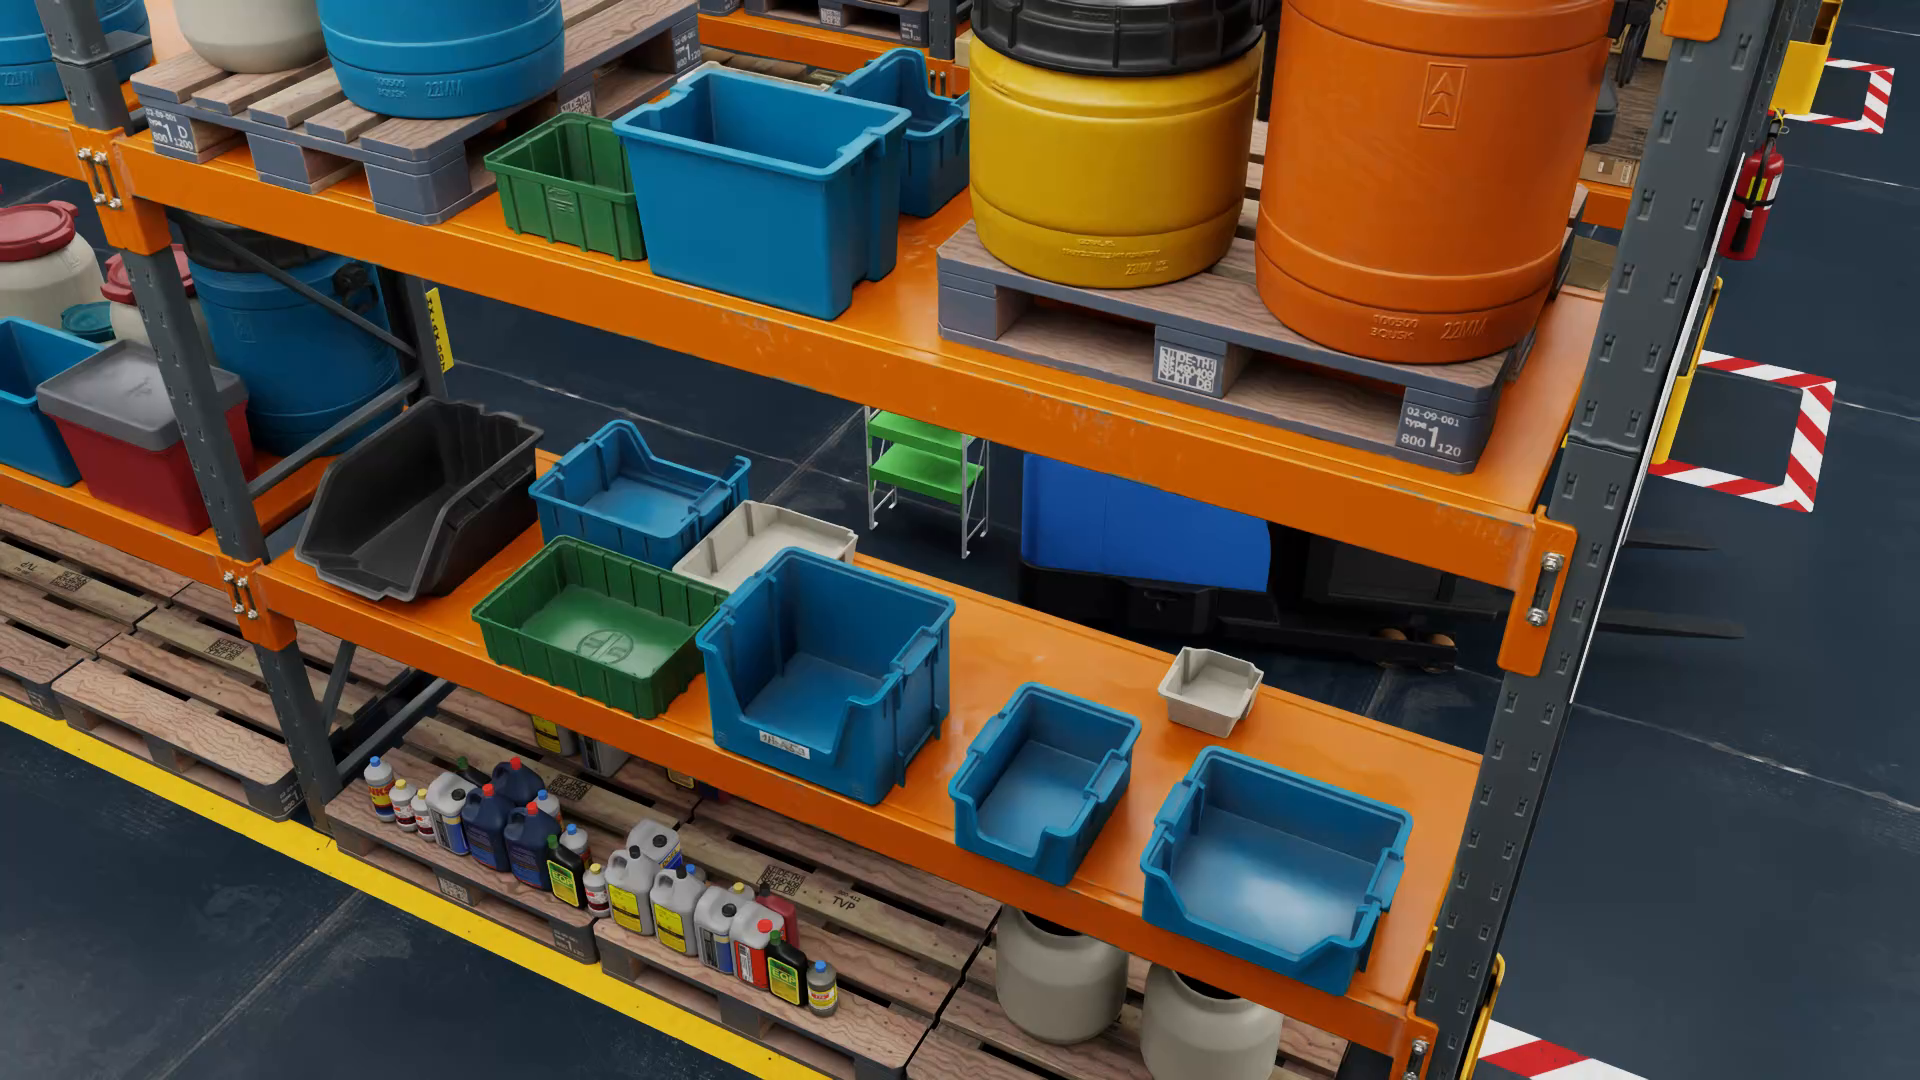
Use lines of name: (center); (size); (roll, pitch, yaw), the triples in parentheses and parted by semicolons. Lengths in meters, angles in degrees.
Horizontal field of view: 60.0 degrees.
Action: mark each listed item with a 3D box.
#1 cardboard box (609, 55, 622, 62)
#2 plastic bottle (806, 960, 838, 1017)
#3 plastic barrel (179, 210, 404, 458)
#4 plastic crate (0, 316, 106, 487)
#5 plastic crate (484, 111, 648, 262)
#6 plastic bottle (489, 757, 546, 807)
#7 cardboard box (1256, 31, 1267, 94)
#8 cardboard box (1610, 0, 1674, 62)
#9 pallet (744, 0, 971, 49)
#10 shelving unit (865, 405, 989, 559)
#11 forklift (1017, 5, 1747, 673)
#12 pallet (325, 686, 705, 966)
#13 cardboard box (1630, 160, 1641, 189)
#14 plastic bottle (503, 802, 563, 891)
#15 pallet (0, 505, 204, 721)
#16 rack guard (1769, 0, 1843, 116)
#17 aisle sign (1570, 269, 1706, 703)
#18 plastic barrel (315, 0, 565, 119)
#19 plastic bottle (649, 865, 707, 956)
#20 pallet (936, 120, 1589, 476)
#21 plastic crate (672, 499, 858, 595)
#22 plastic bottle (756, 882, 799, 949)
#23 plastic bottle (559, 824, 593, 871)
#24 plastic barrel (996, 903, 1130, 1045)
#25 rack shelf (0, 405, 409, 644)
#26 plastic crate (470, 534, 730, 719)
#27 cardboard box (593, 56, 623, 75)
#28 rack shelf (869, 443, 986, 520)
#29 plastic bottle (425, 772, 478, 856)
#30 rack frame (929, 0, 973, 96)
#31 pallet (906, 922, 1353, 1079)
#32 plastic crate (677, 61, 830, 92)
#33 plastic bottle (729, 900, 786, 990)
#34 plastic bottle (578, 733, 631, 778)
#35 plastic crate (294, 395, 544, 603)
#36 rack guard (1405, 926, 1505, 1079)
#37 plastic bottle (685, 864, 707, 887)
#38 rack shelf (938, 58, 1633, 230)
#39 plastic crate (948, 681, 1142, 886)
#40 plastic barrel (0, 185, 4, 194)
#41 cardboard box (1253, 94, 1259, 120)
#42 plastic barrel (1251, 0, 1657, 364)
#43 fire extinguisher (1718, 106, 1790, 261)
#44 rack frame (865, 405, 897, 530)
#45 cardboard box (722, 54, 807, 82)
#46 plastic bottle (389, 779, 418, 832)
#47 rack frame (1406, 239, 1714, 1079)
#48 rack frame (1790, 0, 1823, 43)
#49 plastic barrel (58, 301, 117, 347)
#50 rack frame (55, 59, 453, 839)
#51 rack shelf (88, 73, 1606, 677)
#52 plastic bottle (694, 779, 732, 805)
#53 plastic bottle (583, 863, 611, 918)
cardboard box: (-2.352, -3.286, 10.681); (0.500, 0.250, 0.500); (22, 42, 26)
plastic bottle: (-0.443, 1.428, 5.338); (0.097, 0.201, 0.097); (0, 37, 0)
plastic barrel: (-2.366, -0.818, 5.932); (0.708, 0.901, 0.600); (17, 41, 21)
plastic crate: (-3.285, -0.482, 5.917); (0.575, 0.384, 0.392); (17, 41, 21)
plastic crate: (-0.887, -0.874, 4.115); (0.450, 0.188, 0.336); (17, 41, 21)
plastic bottle: (-1.571, 0.901, 5.909); (0.185, 0.351, 0.144); (17, 41, 21)
cardboard box: (1.829, -2.603, 8.370); (0.500, 0.500, 0.875); (17, 41, 21)
cardboard box: (3.065, -2.472, 7.370); (0.500, 0.500, 0.500); (17, 41, 21)
pallet: (-0.497, -3.222, 9.672); (1.213, 0.211, 1.003); (17, 41, 21)
shelving unit: (-0.147, -0.524, 7.448); (0.503, 1.200, 0.258); (17, 41, 21)
forklift: (1.816, -0.956, 6.586); (3.031, 2.935, 1.130); (6, 38, 8)
pallet: (-1.586, 0.972, 6.296); (1.213, 0.211, 1.003); (17, 41, 21)
cardboard box: (3.319, -1.764, 7.800); (0.250, 0.149, 0.380); (17, 41, 21)
plastic bottle: (-1.469, 1.031, 5.737); (0.185, 0.351, 0.144); (16, 40, 20)
pallet: (-3.965, 0.226, 7.277); (1.213, 0.211, 1.003); (17, 41, 21)
rack guard: (6.059, -3.528, 11.984); (0.348, 0.500, 1.175); (17, 41, 21)
aisle sign: (1.316, -0.092, 3.240); (0.004, 0.787, 0.394); (17, 41, 21)
plastic barrel: (-1.328, -1.576, 4.102); (0.708, 0.901, 0.600); (17, 41, 21)
plastic bottle: (-0.927, 1.201, 5.514); (0.185, 0.351, 0.144); (19, 41, 23)
pallet: (0.700, -0.638, 3.785); (1.213, 0.211, 1.003); (17, 41, 21)
plastic crate: (-0.604, 0.072, 5.392); (0.437, 0.136, 0.530); (17, 41, 21)
plastic bottle: (-0.606, 1.253, 5.501); (0.133, 0.283, 0.061); (17, 41, 21)
plastic bottle: (-1.321, 1.084, 5.734); (0.097, 0.271, 0.097); (0, 37, 0)
plastic barrel: (0.325, 1.306, 5.259); (0.421, 0.512, 0.421); (0, 37, 0)
rack shelf: (-3.939, -0.618, 6.678); (4.000, 0.370, 1.077); (17, 41, 21)
plastic crate: (-1.087, 0.265, 5.095); (0.662, 0.188, 0.450); (17, 41, 21)
cardboard box: (-2.334, -2.976, 10.894); (0.500, 0.500, 0.700); (14, 39, 18)
rack shelf: (-0.147, -0.282, 7.632); (0.480, 0.148, 0.258); (17, 41, 21)
plastic bottle: (-1.782, 0.961, 5.893); (0.135, 0.276, 0.152); (19, 41, 23)
rack frame: (0.115, -3.007, 9.231); (0.127, 3.000, 1.000); (17, 41, 21)
pallet: (0.581, 1.650, 5.402); (1.213, 0.211, 1.003); (17, 41, 21)
plastic crate: (-0.552, -1.209, 4.599); (0.396, 0.136, 0.243); (17, 41, 21)
plastic bottle: (-0.654, 1.314, 5.428); (0.135, 0.276, 0.152); (18, 41, 22)
plastic bottle: (-1.334, 0.726, 6.202); (0.135, 0.276, 0.152); (17, 41, 21)
plastic crate: (-1.756, -0.110, 5.465); (0.504, 0.338, 0.767); (17, 41, 21)
rack guard: (1.300, 1.764, 5.013); (0.348, 0.500, 1.175); (17, 41, 21)
plastic bottle: (-0.910, 1.184, 5.660); (0.097, 0.201, 0.097); (0, 37, 0)
rack shelf: (1.891, -2.165, 8.716); (4.000, 0.370, 1.077); (17, 41, 21)
plastic crate: (0.233, 0.661, 4.521); (0.408, 0.251, 0.499); (17, 41, 21)
plastic barrel: (-3.947, -1.110, 6.620); (0.433, 0.535, 0.433); (0, 37, 0)
cardboard box: (1.506, -2.276, 8.476); (0.250, 0.149, 0.380); (17, 41, 21)
plastic barrel: (0.899, -0.836, 3.187); (0.708, 0.830, 0.600); (17, 41, 21)
fire extinguisher: (3.557, -1.585, 7.421); (0.183, 0.674, 0.296); (17, 41, 21)
rack frame: (-0.364, -0.592, 7.537); (0.015, 1.200, 0.240); (17, 41, 21)
cardboard box: (-1.332, -2.667, 10.487); (0.500, 0.500, 0.700); (14, 39, 18)
plastic bottle: (-1.991, 0.943, 5.977); (0.097, 0.201, 0.097); (0, 37, 0)
rack frame: (1.389, 0.764, 4.263); (0.127, 3.000, 1.000); (17, 41, 21)
rack frame: (6.038, -4.530, 11.237); (0.127, 3.000, 1.000); (17, 41, 21)
plastic barrel: (-3.267, -0.744, 6.363); (0.301, 0.262, 0.301); (0, 37, 0)
rack frame: (-2.163, -0.348, 5.728); (0.127, 3.000, 1.000); (17, 41, 21)
rack shelf: (-0.387, -0.700, 4.306); (4.000, 0.370, 1.077); (17, 41, 21)
plastic bottle: (-0.907, 0.831, 6.058); (0.133, 0.283, 0.061); (17, 41, 21)
plastic bottle: (-1.229, 1.182, 5.662); (0.097, 0.201, 0.097); (0, 37, 0)
